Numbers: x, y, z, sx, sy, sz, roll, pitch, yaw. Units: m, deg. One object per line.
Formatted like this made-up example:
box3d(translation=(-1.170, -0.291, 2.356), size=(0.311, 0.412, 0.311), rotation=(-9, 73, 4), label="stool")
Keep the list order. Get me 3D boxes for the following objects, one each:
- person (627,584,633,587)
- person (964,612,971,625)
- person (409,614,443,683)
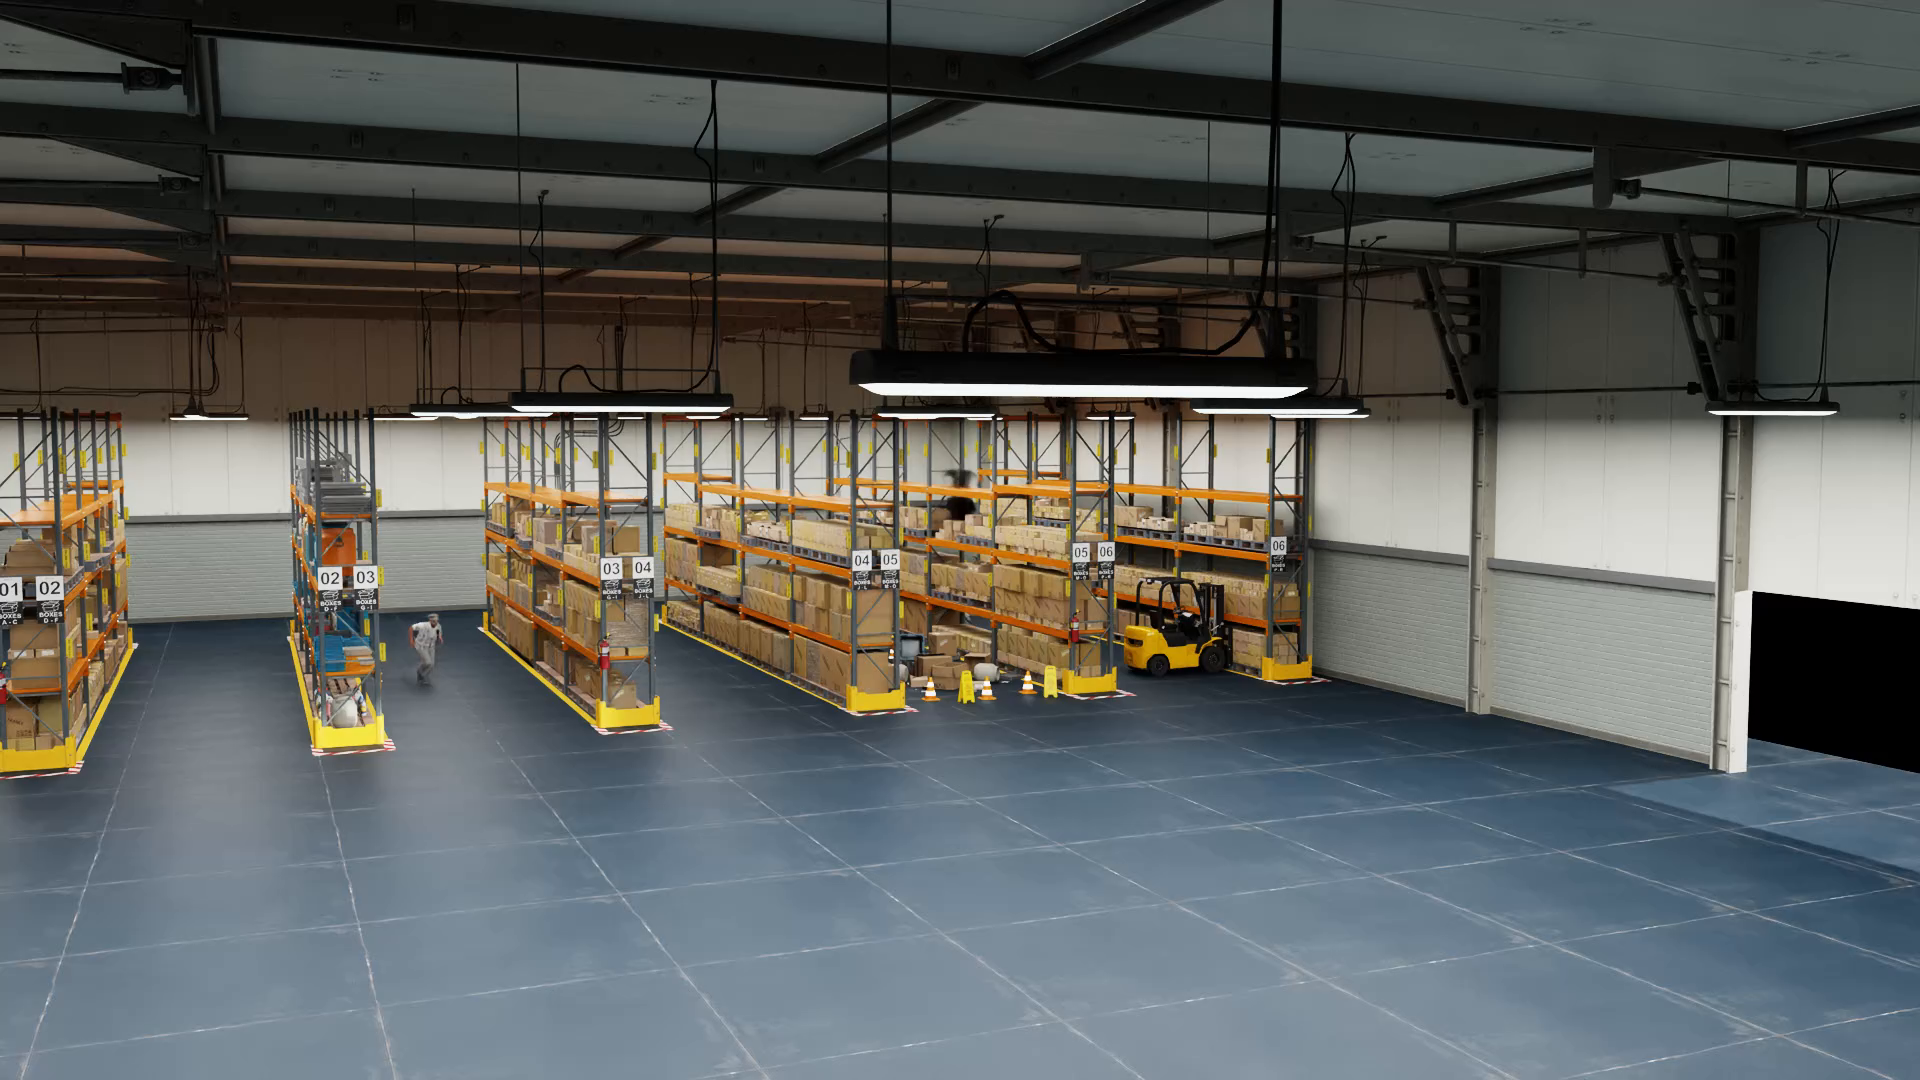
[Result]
box3d(translation=(-9.841, 1.526, 49.140), size=(0.644, 1.628, 1.024), rotation=(-2, 5, -30), label="person")
box3d(translation=(0.085, 1.638, 46.177), size=(0.731, 1.729, 0.647), rotation=(-3, 5, -37), label="person")
box3d(translation=(-11.686, 2.387, 36.384), size=(0.891, 1.575, 0.704), rotation=(4, 5, 42), label="person")
